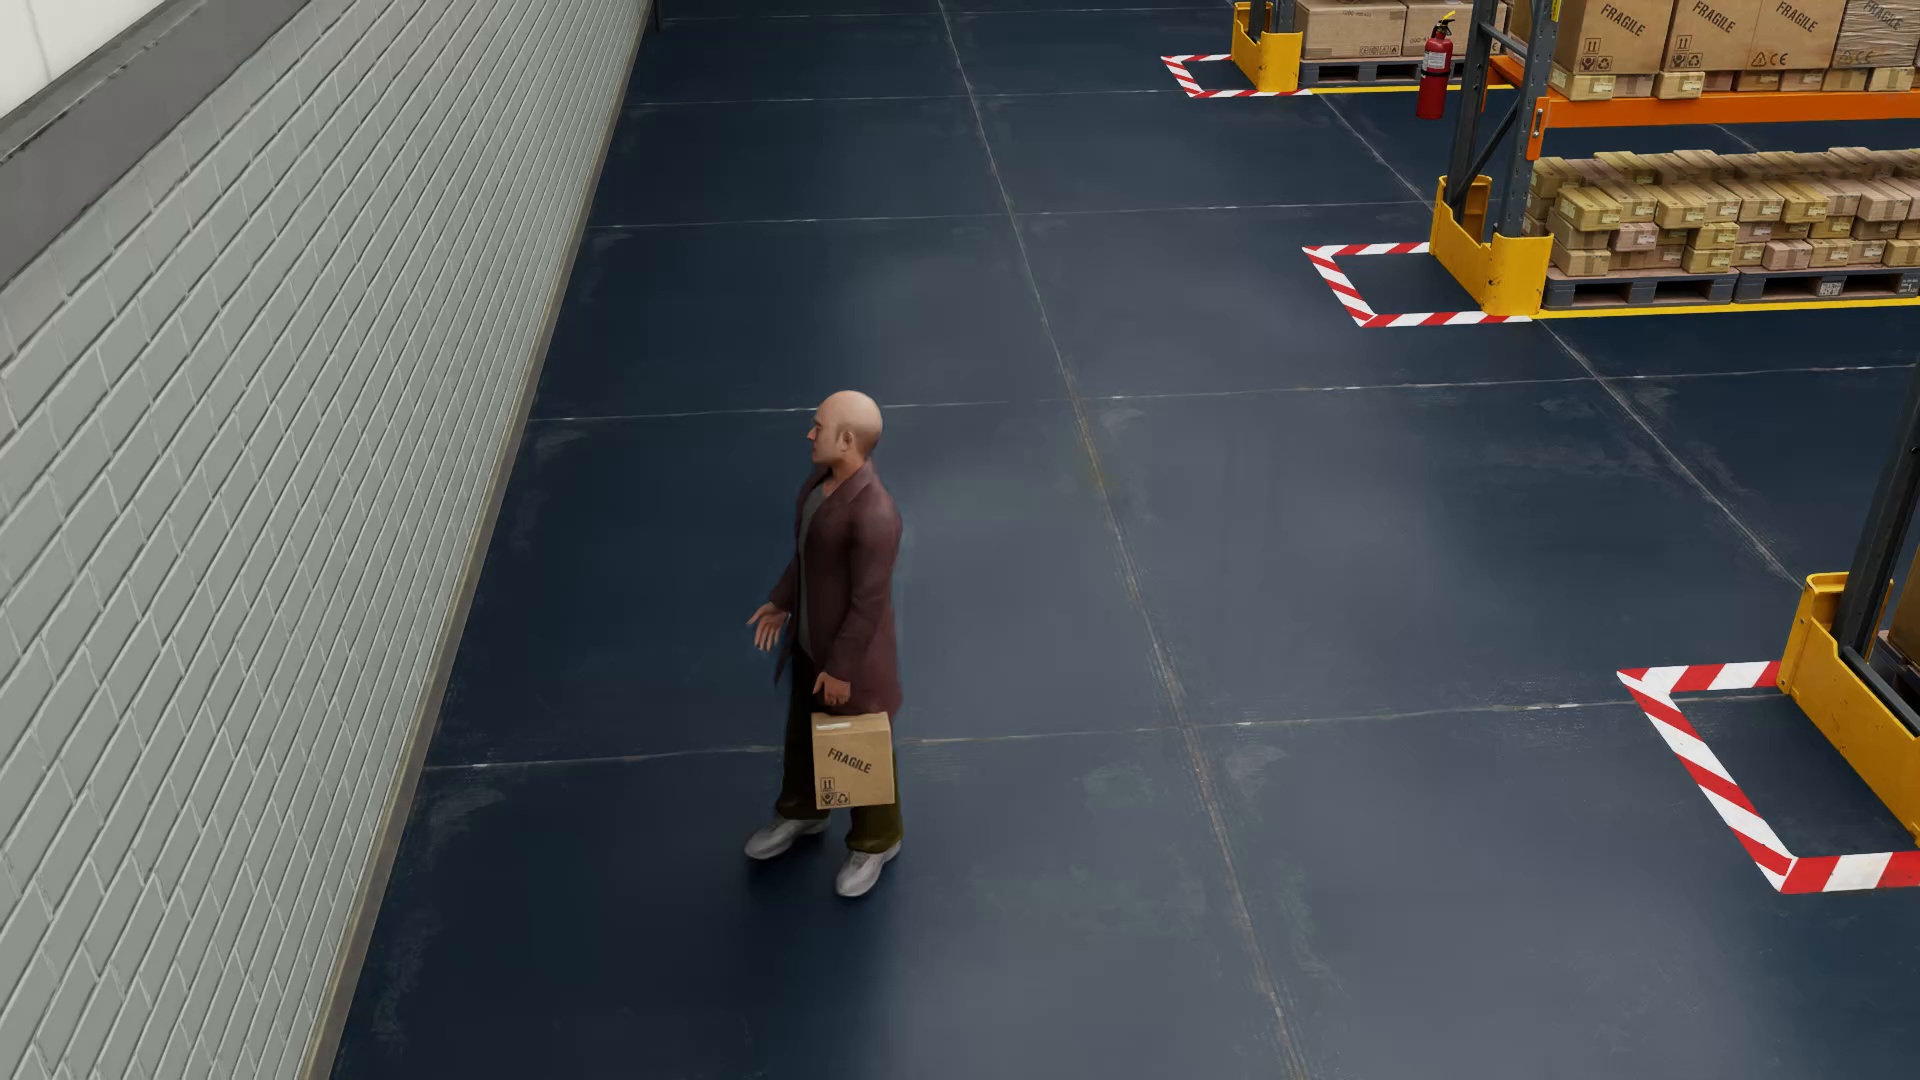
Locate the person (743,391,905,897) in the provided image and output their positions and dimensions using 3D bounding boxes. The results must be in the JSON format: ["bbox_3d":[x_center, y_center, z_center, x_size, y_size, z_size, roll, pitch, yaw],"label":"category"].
[{"bbox_3d":[-0.468,0.463,5.539,0.570,1.567,0.578,-14,34,-23],"label":"person"}]
